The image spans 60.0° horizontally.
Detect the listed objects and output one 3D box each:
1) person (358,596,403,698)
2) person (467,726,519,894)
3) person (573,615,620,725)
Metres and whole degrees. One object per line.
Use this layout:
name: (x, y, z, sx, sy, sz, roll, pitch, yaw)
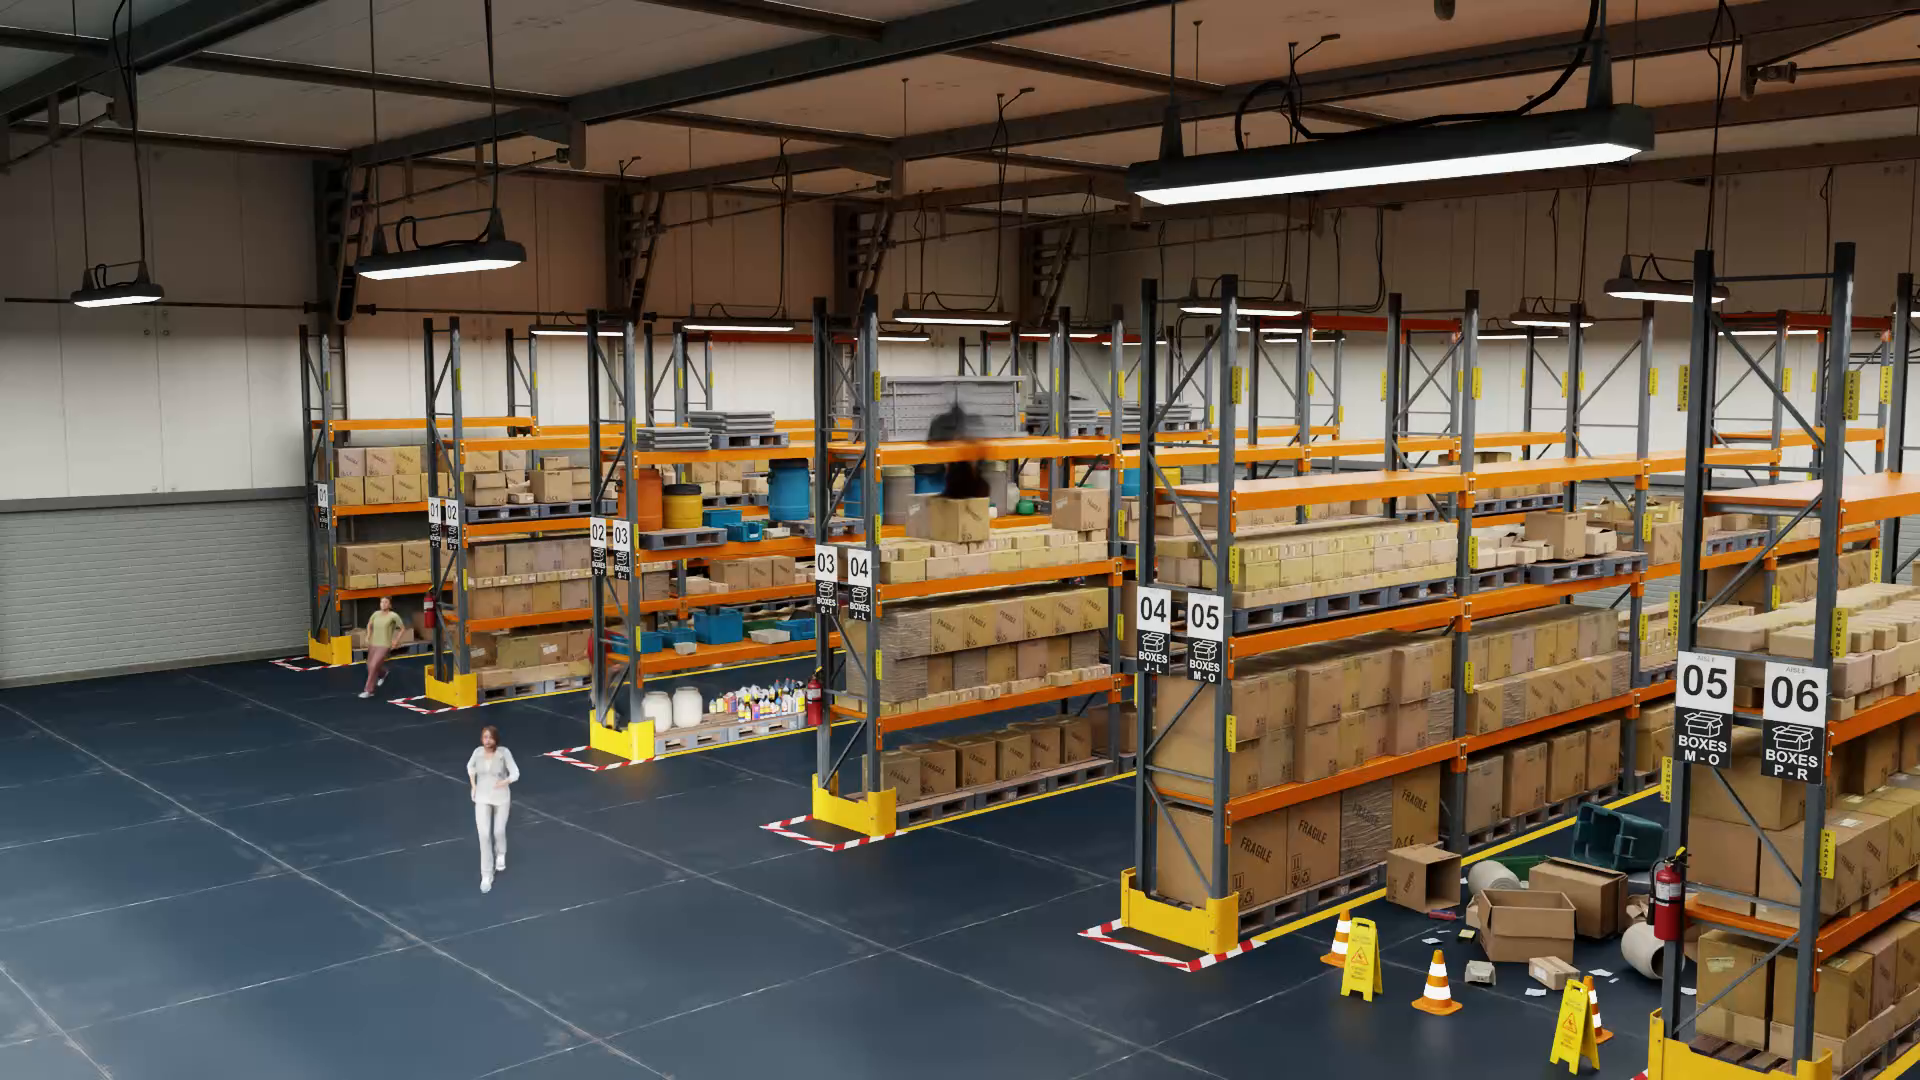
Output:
person: (-9.202, 1.689, 26.504, 0.623, 1.601, 0.688, 1, 6, 10)
person: (-4.716, 2.670, 16.809, 0.530, 1.602, 0.806, -1, 6, -10)
person: (-5.183, 1.925, 23.826, 0.691, 1.762, 0.712, 5, 8, 43)
